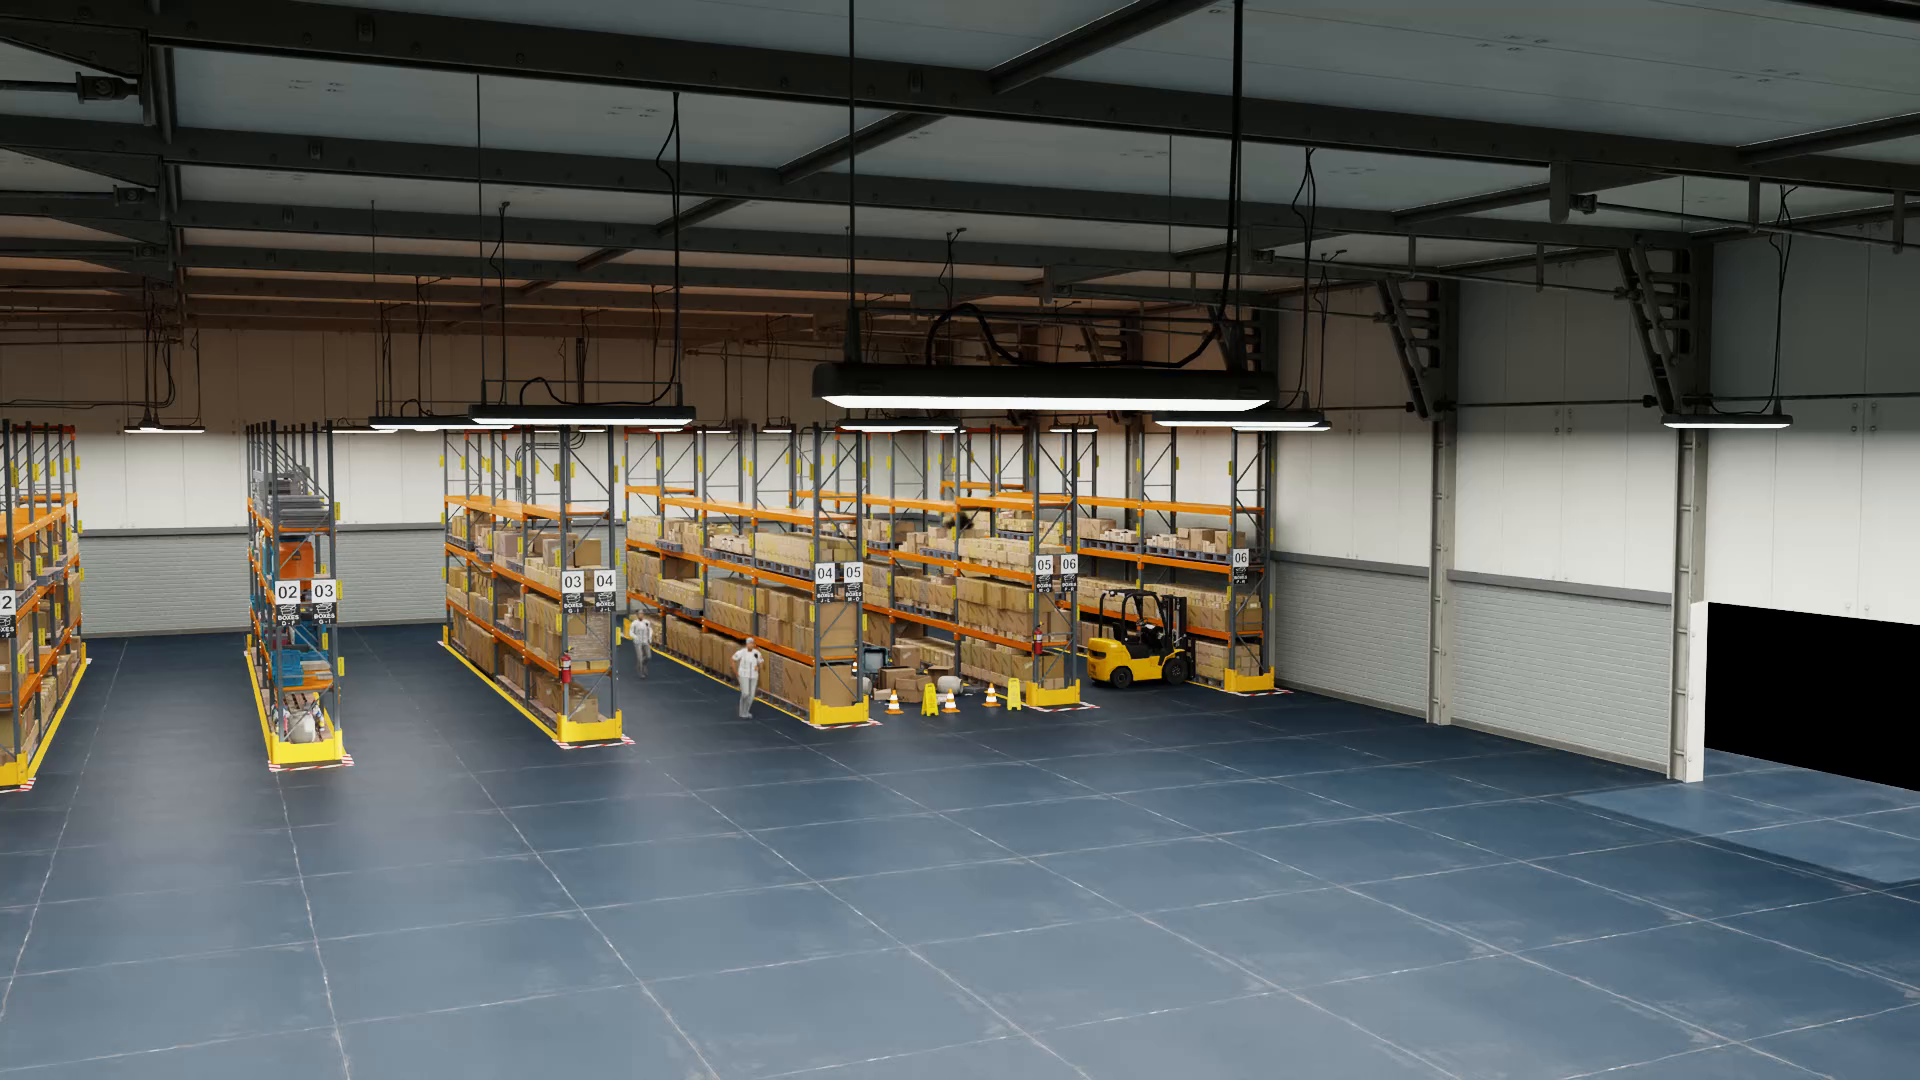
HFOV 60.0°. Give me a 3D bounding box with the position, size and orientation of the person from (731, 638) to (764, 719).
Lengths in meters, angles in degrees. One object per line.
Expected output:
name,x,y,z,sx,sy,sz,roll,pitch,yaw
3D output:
person,-4.271,2.799,33.665,0.665,1.650,0.599,-1,4,-22

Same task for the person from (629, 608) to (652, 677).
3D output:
person,-7.504,2.433,39.291,0.589,1.653,0.528,-2,4,-26
